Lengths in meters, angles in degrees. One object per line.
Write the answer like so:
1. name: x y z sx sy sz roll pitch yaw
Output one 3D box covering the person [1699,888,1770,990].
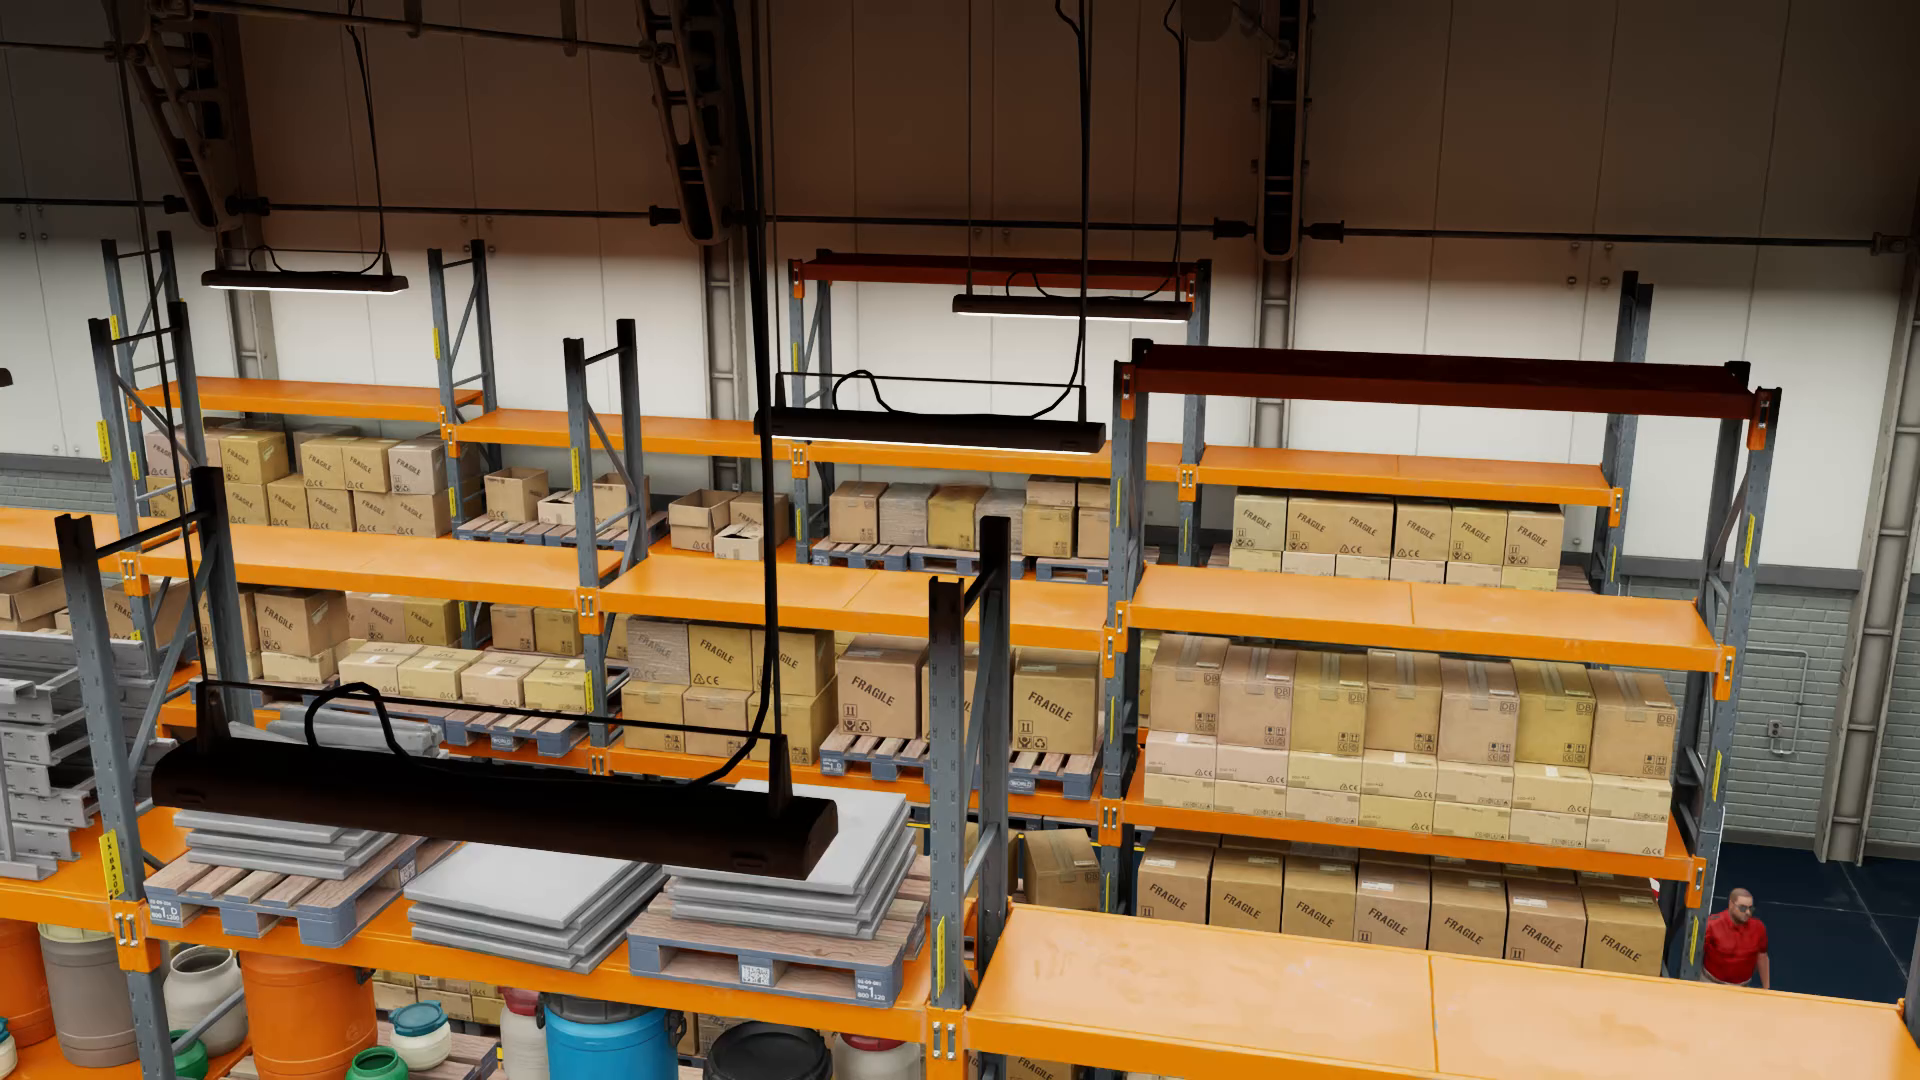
1. person: 6.086 3.572 13.190 0.589 1.787 0.530 -3 17 -11
